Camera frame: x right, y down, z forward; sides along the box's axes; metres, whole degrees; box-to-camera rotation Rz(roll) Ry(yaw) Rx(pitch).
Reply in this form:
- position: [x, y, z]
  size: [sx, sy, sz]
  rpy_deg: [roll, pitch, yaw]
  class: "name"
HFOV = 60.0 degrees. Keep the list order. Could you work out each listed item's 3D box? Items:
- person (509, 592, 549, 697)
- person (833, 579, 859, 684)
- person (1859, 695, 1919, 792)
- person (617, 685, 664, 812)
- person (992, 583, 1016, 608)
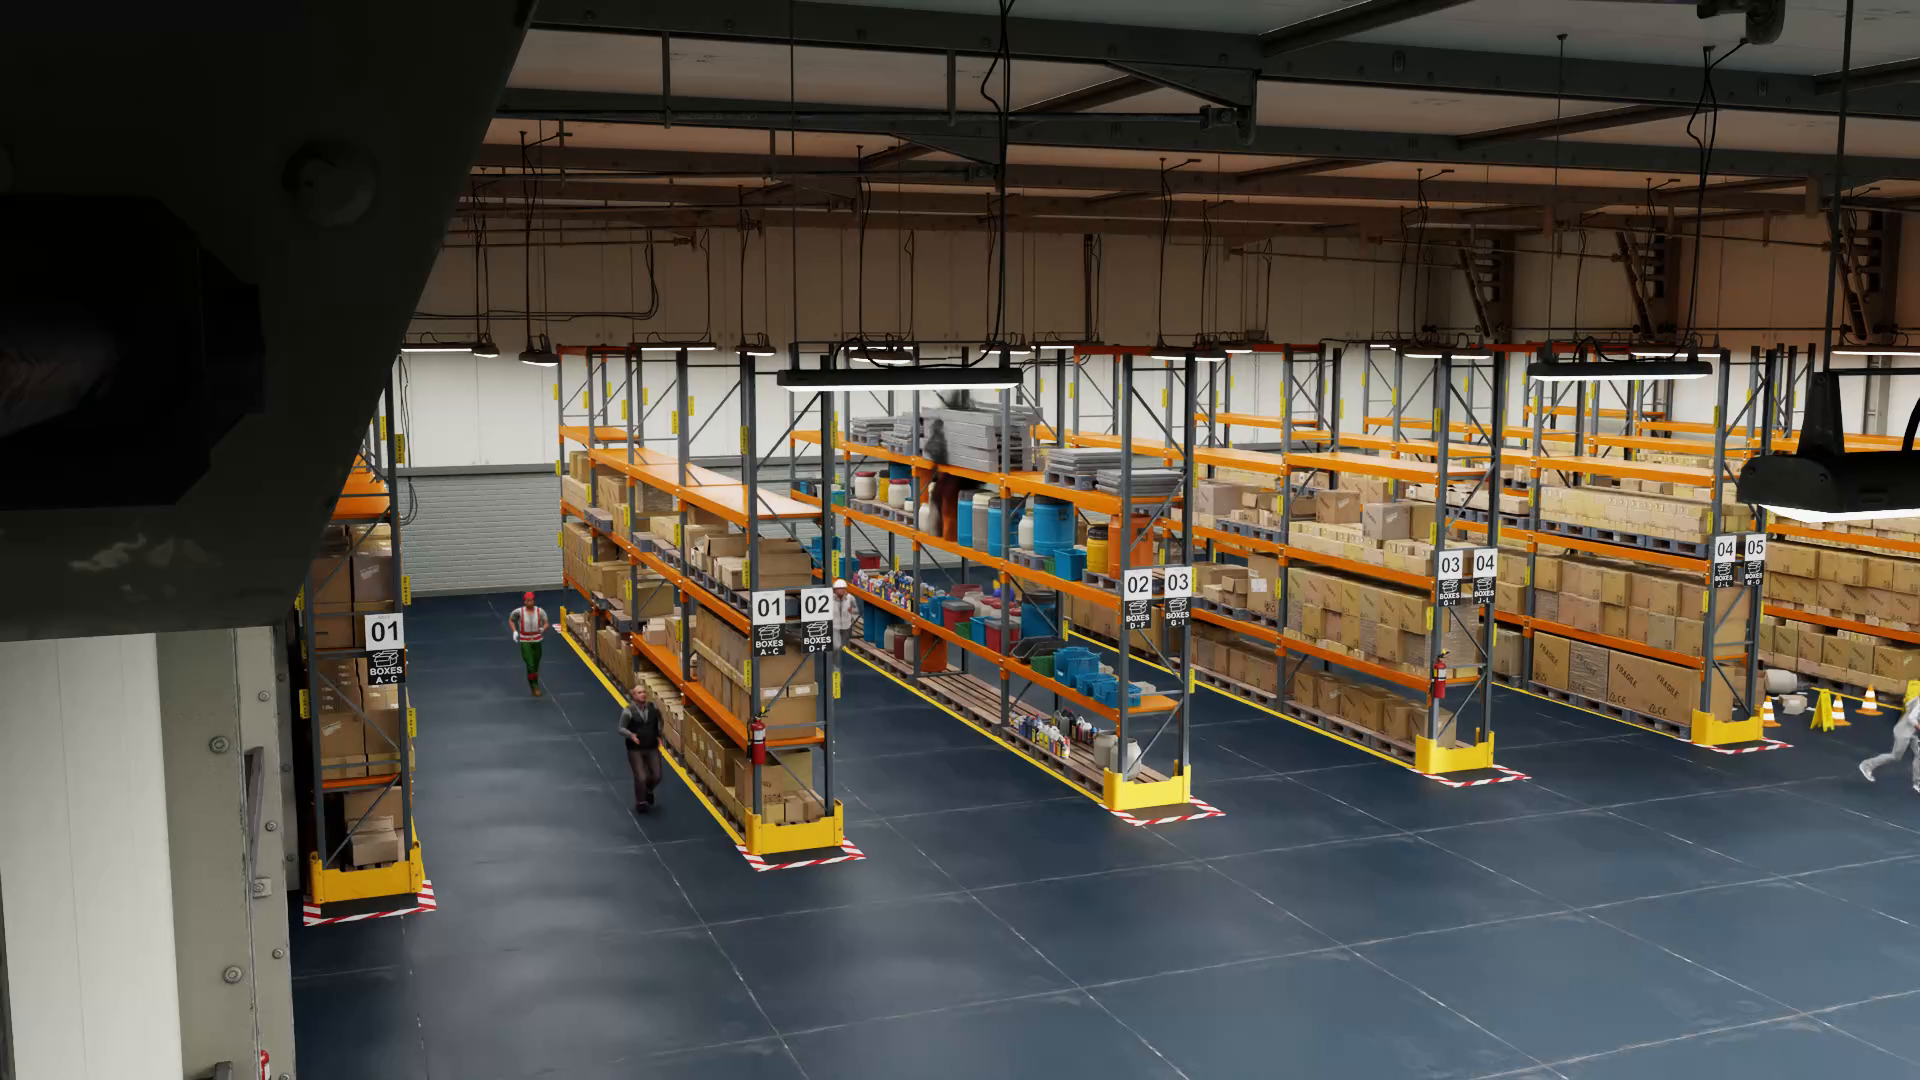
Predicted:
- position: [-7.464, 1.773, 28.884]
  size: [0.663, 1.787, 0.902]
  rpy_deg: [-3, 8, -25]
  class: "person"
- position: [-2.109, 1.564, 28.878]
  size: [0.649, 1.837, 0.904]
  rpy_deg: [-3, 8, -22]
  class: "person"
- position: [12.891, 2.706, 22.822]
  size: [0.916, 1.547, 0.572]
  rpy_deg: [4, 8, 30]
  class: "person"
- position: [-4.128, 2.737, 21.756]
  size: [0.651, 1.675, 0.586]
  rpy_deg: [-4, 8, -26]
  class: "person"
- position: [0.853, 1.471, 32.025]
  size: [0.563, 1.609, 0.589]
  rpy_deg: [-4, 8, -31]
  class: "person"
